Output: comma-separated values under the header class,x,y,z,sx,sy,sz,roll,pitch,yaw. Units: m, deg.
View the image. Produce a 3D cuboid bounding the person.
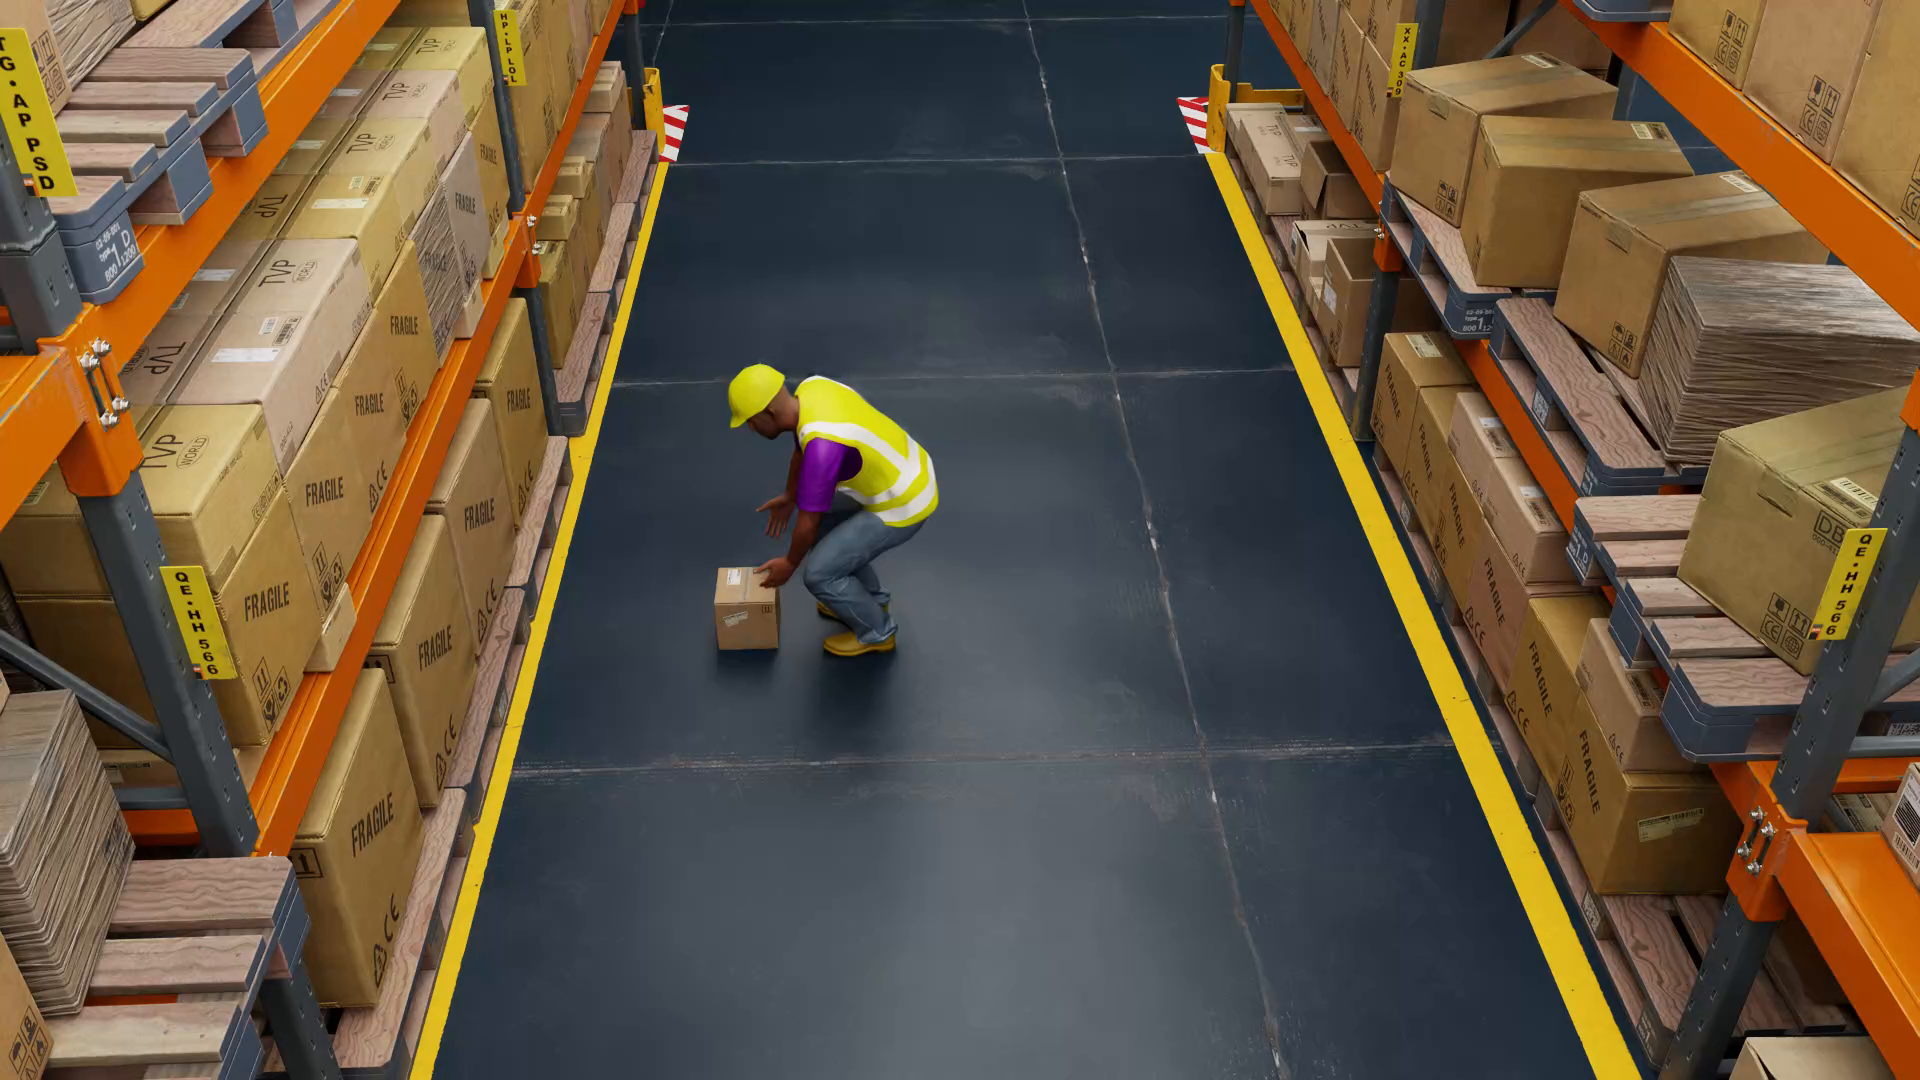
class,x,y,z,sx,sy,sz,roll,pitch,yaw
person,-0.489,-0.129,6.708,0.805,1.310,0.629,-1,35,-2
